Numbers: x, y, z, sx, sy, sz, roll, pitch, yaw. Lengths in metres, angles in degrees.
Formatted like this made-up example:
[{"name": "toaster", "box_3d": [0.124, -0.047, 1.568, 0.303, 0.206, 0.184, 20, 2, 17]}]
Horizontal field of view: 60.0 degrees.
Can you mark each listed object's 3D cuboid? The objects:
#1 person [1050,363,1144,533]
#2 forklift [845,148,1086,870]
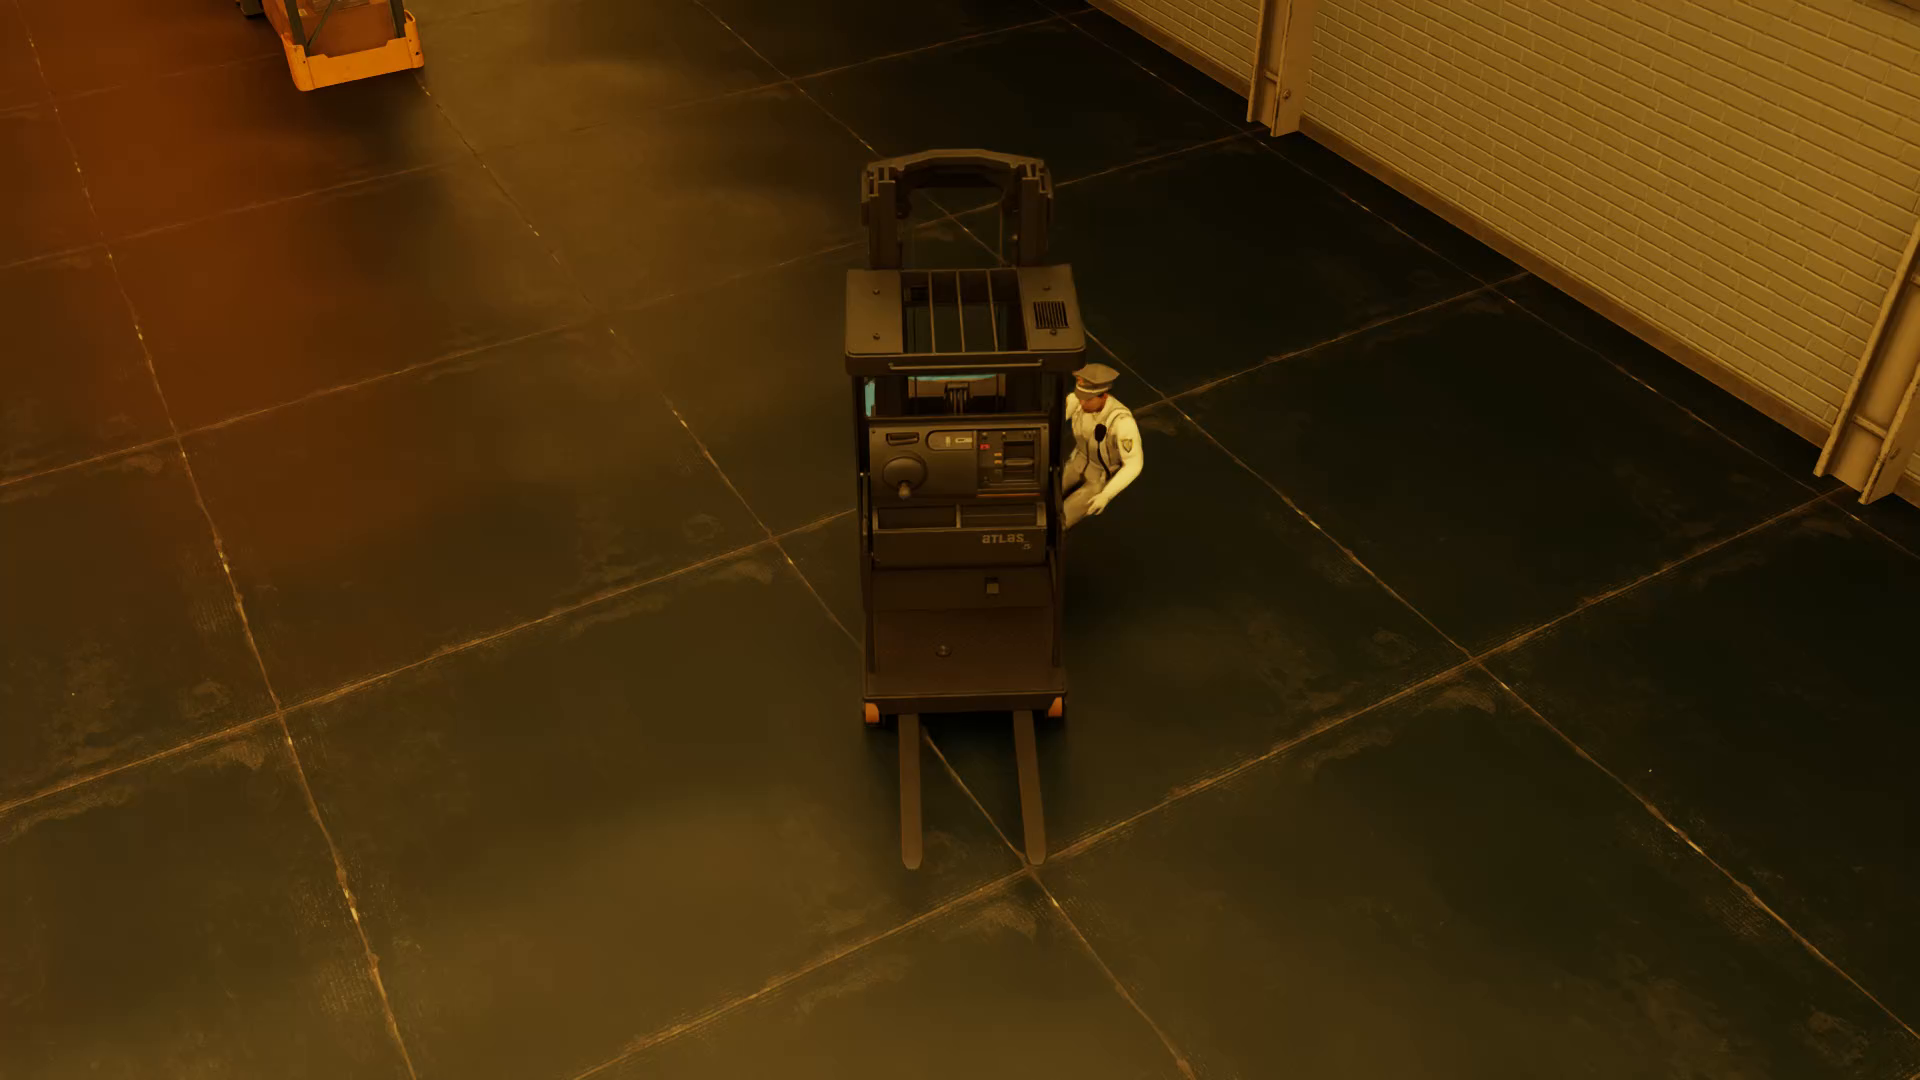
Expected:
[{"name": "person", "box_3d": [0.614, -0.314, 9.651, 0.829, 1.470, 0.740, -31, 49, -32]}, {"name": "forklift", "box_3d": [0.009, -0.336, 8.441, 1.130, 2.935, 3.031, -2, 40, -2]}]
